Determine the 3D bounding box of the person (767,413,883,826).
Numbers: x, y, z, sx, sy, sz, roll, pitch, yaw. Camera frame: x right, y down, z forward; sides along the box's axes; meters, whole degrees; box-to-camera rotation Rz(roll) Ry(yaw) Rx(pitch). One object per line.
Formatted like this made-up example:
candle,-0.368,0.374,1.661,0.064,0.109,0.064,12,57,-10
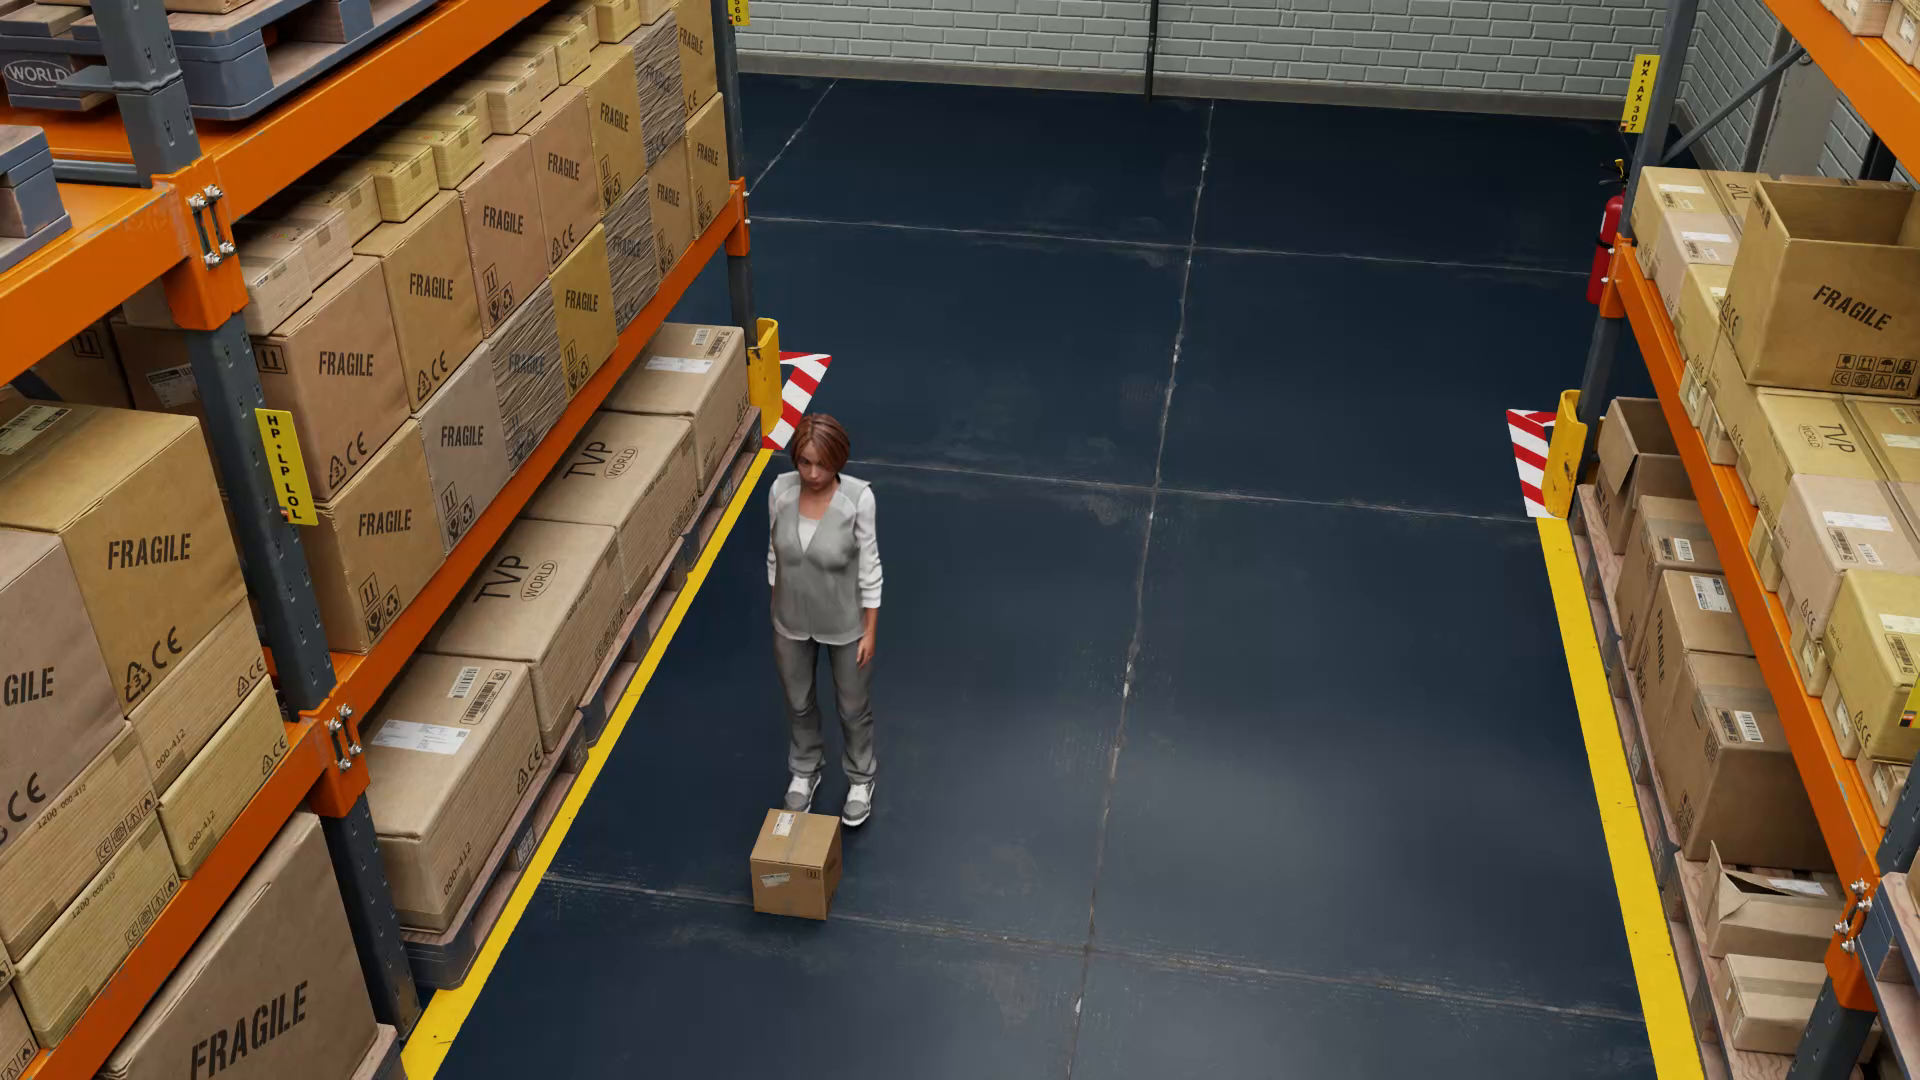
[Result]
person,-0.457,0.297,5.702,0.405,1.585,0.302,7,33,10
